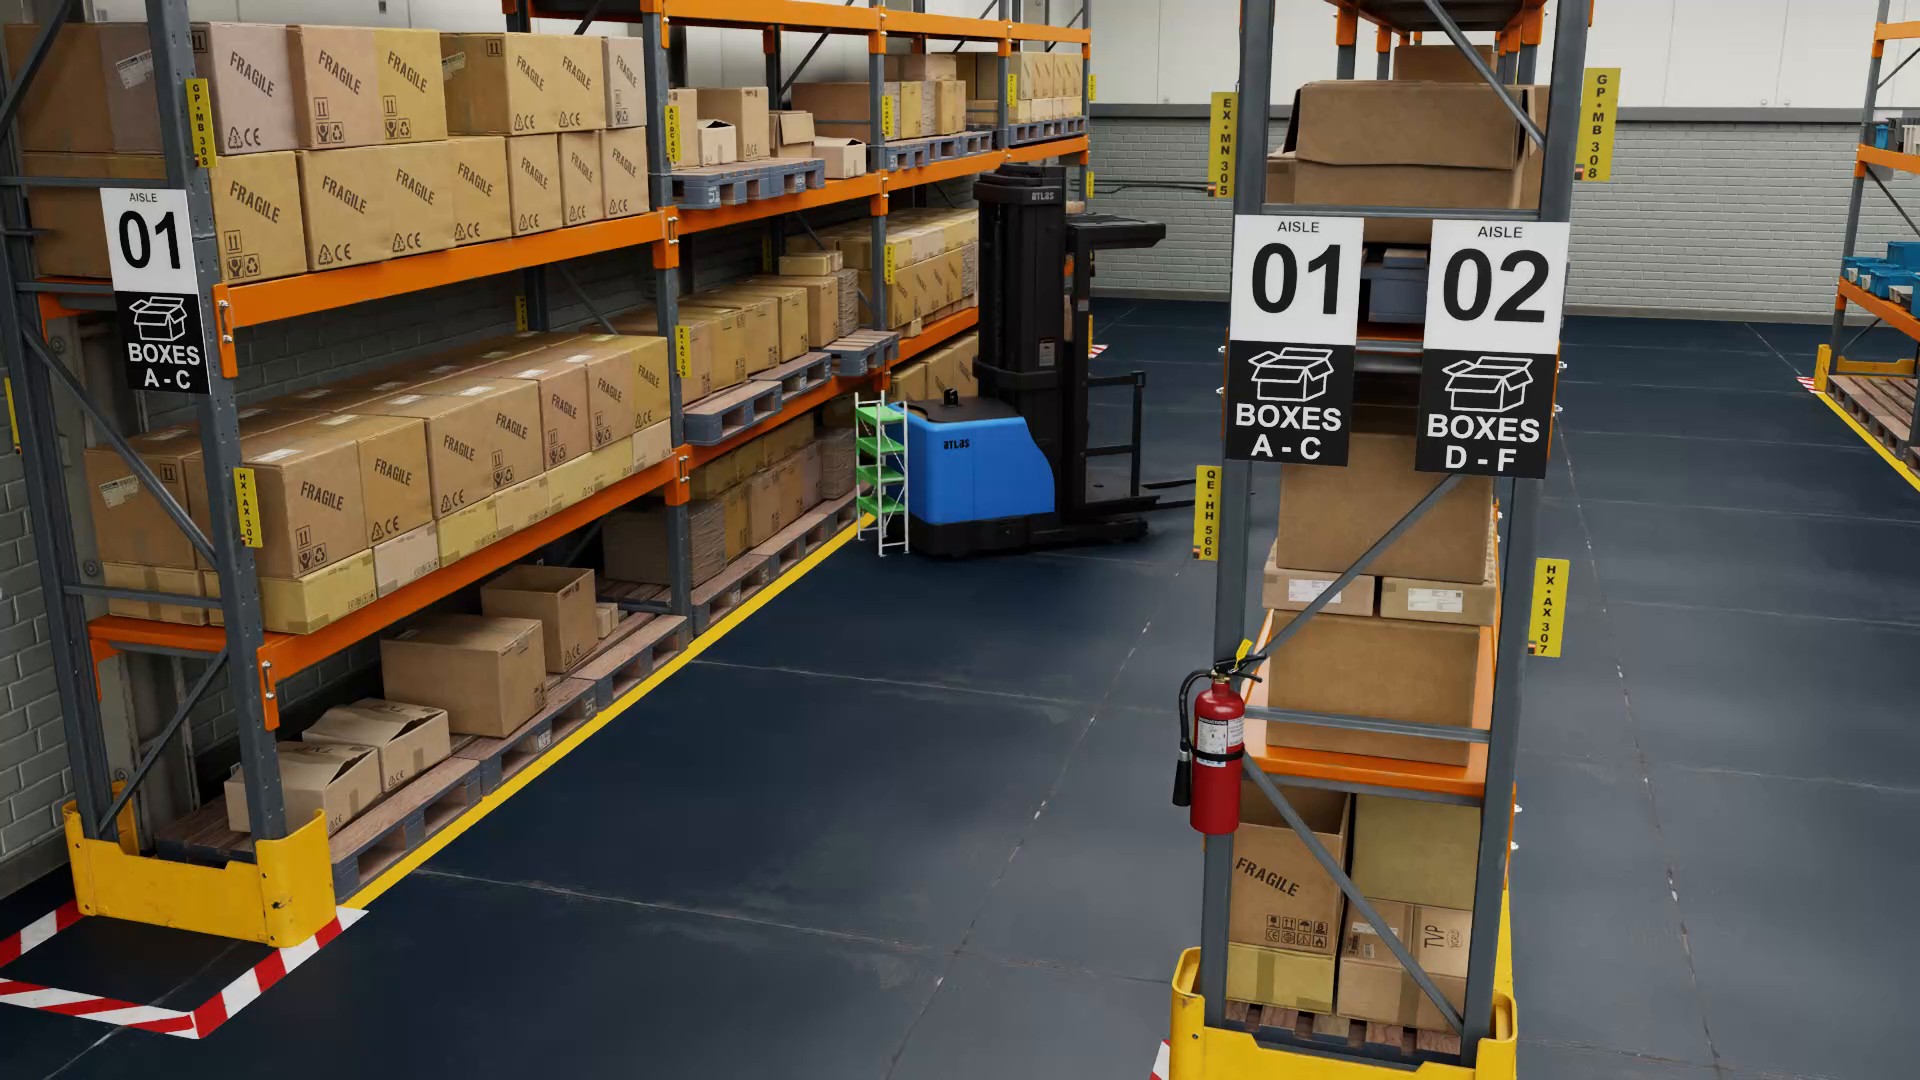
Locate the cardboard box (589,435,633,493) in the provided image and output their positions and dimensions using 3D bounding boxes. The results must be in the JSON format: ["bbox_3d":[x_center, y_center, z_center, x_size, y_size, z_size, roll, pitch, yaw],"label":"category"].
[{"bbox_3d":[-2.251,-0.462,9.701,0.500,0.250,0.500,5,17,16],"label":"cardboard box"}]

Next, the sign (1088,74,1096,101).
[{"bbox_3d":[1.669,-5.727,21.048,0.100,0.325,0.005,5,16,16],"label":"sign"}]

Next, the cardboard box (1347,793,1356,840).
[{"bbox_3d":[1.493,0.962,7.337,0.500,0.500,0.500,5,16,16],"label":"cardboard box"}]

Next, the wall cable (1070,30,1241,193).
[{"bbox_3d":[3.102,-6.786,26.453,3.097,2.526,0.112,5,16,16],"label":"wall cable"}]

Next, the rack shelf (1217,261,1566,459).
[{"bbox_3d":[1.924,-0.993,7.153,1.077,0.370,4.000,5,16,16],"label":"rack shelf"}]

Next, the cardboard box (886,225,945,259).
[{"bbox_3d":[-0.455,-2.781,15.497,0.500,0.250,0.500,5,17,16],"label":"cardboard box"}]

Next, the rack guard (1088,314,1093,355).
[{"bbox_3d":[1.159,-2.745,22.092,1.175,0.500,0.348,5,16,16],"label":"rack guard"}]

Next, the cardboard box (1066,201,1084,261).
[{"bbox_3d":[1.017,-3.952,21.214,0.980,0.700,0.700,5,17,18],"label":"cardboard box"}]

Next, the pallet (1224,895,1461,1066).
[{"bbox_3d":[1.533,1.766,6.717,1.003,0.211,1.213,5,16,16],"label":"pallet"}]

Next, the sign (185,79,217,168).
[{"bbox_3d":[-2.874,-1.577,6.294,0.100,0.325,0.005,5,16,16],"label":"sign"}]

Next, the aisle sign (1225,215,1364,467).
[{"bbox_3d":[1.056,-0.629,5.284,0.394,0.787,0.004,5,16,16],"label":"aisle sign"}]

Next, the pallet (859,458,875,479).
[{"bbox_3d":[-0.825,-0.707,15.437,1.003,0.211,1.213,5,16,16],"label":"pallet"}]

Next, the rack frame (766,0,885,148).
[{"bbox_3d":[-1.121,-4.735,13.531,1.000,3.000,0.127,5,16,16],"label":"rack frame"}]

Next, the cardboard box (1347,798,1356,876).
[{"bbox_3d":[1.496,1.323,7.439,0.500,0.250,0.500,5,16,16],"label":"cardboard box"}]

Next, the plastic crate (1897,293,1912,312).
[{"bbox_3d":[9.575,-2.337,16.466,0.437,0.125,0.590,5,16,16],"label":"plastic crate"}]

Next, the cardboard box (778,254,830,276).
[{"bbox_3d":[-1.268,-2.242,13.560,0.380,0.149,0.250,2,16,7],"label":"cardboard box"}]

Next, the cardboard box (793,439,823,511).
[{"bbox_3d":[-1.534,-0.539,13.509,0.700,0.500,0.500,5,16,16],"label":"cardboard box"}]

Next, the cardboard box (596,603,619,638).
[{"bbox_3d":[-2.381,0.492,10.485,0.380,0.166,0.250,2,16,9],"label":"cardboard box"}]

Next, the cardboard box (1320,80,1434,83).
[{"bbox_3d":[2.097,-2.068,8.417,0.500,0.500,0.500,6,17,20],"label":"cardboard box"}]

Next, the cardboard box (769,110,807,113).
[{"bbox_3d":[-1.546,-3.179,13.323,0.500,0.500,0.500,5,16,16],"label":"cardboard box"}]

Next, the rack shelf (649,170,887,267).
[{"bbox_3d":[-1.689,-2.422,12.194,1.077,0.370,4.000,5,16,16],"label":"rack shelf"}]

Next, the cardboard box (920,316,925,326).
[{"bbox_3d":[-0.550,-2.078,15.581,0.380,0.149,0.250,5,17,17],"label":"cardboard box"}]

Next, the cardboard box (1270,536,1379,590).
[{"bbox_3d":[1.355,0.084,6.164,0.380,0.149,0.250,5,17,17],"label":"cardboard box"}]

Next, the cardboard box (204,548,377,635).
[{"bbox_3d":[-2.951,0.204,7.351,0.500,0.250,0.500,4,16,14],"label":"cardboard box"}]

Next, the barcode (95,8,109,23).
[{"bbox_3d":[-3.672,-2.241,7.121,0.001,0.075,0.075,5,16,16],"label":"barcode"}]

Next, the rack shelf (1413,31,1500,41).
[{"bbox_3d":[5.335,-5.574,17.813,1.077,0.370,4.000,5,16,16],"label":"rack shelf"}]

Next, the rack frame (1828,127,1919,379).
[{"bbox_3d":[10.651,-3.173,19.020,1.000,3.000,0.127,5,16,16],"label":"rack frame"}]

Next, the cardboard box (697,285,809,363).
[{"bbox_3d":[-1.578,-1.657,12.684,0.700,0.500,0.500,5,16,16],"label":"cardboard box"}]

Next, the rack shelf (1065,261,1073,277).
[{"bbox_3d":[0.584,-3.072,19.982,1.077,0.370,4.000,5,16,16],"label":"rack shelf"}]

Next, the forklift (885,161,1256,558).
[{"bbox_3d":[0.955,-1.512,13.288,3.031,2.935,1.130,-7,17,-22],"label":"forklift"}]

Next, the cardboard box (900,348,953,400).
[{"bbox_3d":[-0.531,-1.427,16.034,0.750,0.750,0.750,5,16,16],"label":"cardboard box"}]

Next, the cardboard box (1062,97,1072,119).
[{"bbox_3d":[1.052,-5.214,20.040,0.500,0.250,0.500,4,16,14],"label":"cardboard box"}]

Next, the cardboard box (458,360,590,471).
[{"bbox_3d":[-2.385,-0.691,9.131,0.500,0.500,0.500,4,16,14],"label":"cardboard box"}]

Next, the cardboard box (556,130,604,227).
[{"bbox_3d":[-2.320,-2.020,9.238,0.500,0.500,0.500,3,16,11],"label":"cardboard box"}]

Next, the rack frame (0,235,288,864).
[{"bbox_3d":[-3.395,0.244,6.970,1.000,3.000,0.127,5,16,16],"label":"rack frame"}]

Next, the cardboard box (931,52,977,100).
[{"bbox_3d":[-0.010,-5.078,18.185,0.500,0.500,0.500,4,16,15],"label":"cardboard box"}]

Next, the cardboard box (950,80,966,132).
[{"bbox_3d":[-0.340,-4.376,16.774,0.700,0.500,0.500,4,16,13],"label":"cardboard box"}]

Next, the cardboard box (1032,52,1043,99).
[{"bbox_3d":[0.627,-5.177,18.533,0.500,0.500,0.500,4,16,15],"label":"cardboard box"}]

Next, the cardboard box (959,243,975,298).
[{"bbox_3d":[-0.160,-2.690,16.553,0.500,0.500,0.500,5,16,16],"label":"cardboard box"}]

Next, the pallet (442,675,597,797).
[{"bbox_3d":[-2.760,1.038,9.282,1.003,0.211,1.213,5,16,16],"label":"pallet"}]

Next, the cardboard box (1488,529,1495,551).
[{"bbox_3d":[1.819,0.047,6.294,0.380,0.149,0.250,5,16,16],"label":"cardboard box"}]

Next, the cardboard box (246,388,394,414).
[{"bbox_3d":[-3.169,-0.460,8.318,0.500,0.500,0.500,4,16,14],"label":"cardboard box"}]

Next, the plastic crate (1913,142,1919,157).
[{"bbox_3d":[9.511,-3.805,16.234,0.293,0.136,0.466,5,16,16],"label":"plastic crate"}]

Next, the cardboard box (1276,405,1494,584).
[{"bbox_3d":[1.516,-0.180,5.905,0.700,0.500,0.500,5,16,16],"label":"cardboard box"}]

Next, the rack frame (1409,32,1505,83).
[{"bbox_3d":[4.766,-5.398,15.869,1.000,3.000,0.127,5,16,16],"label":"rack frame"}]

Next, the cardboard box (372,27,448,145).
[{"bbox_3d":[-2.726,-2.082,7.622,0.500,0.500,0.500,5,17,17],"label":"cardboard box"}]

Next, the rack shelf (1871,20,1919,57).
[{"bbox_3d":[10.083,-4.998,16.509,1.077,0.370,4.000,5,16,16],"label":"rack shelf"}]

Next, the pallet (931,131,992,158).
[{"bbox_3d":[-0.198,-4.002,16.797,0.805,0.209,1.217,4,16,14],"label":"pallet"}]

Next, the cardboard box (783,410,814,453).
[{"bbox_3d":[-1.498,-0.882,13.341,0.500,0.250,0.500,5,17,17],"label":"cardboard box"}]

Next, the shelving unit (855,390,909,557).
[{"bbox_3d":[-0.612,-0.525,12.980,0.258,1.200,0.503,-7,17,-22],"label":"shelving unit"}]

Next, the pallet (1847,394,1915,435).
[{"bbox_3d":[10.031,-1.301,17.529,1.003,0.211,1.213,5,16,16],"label":"pallet"}]

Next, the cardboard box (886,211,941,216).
[{"bbox_3d":[-0.507,-3.219,17.042,0.500,0.250,0.500,5,17,17],"label":"cardboard box"}]

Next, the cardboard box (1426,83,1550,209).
[{"bbox_3d":[2.090,-1.546,6.577,0.500,0.500,0.500,5,16,16],"label":"cardboard box"}]

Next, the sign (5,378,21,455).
[{"bbox_3d":[-3.921,-0.513,6.939,0.100,0.325,0.005,5,16,16],"label":"sign"}]

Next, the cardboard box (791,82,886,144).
[{"bbox_3d":[-1.041,-3.680,14.321,0.700,0.500,0.500,3,16,12],"label":"cardboard box"}]

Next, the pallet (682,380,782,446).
[{"bbox_3d":[-1.901,-0.898,11.351,1.003,0.211,1.213,5,16,16],"label":"pallet"}]

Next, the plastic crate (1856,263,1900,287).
[{"bbox_3d":[10.078,-2.910,18.290,0.416,0.233,0.300,5,16,16],"label":"plastic crate"}]

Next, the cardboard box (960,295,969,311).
[{"bbox_3d":[-0.127,-2.409,16.748,0.380,0.149,0.250,5,16,16],"label":"cardboard box"}]

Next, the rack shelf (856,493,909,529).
[{"bbox_3d":[-0.611,-0.233,13.063,0.258,0.148,0.480,-7,17,-22],"label":"rack shelf"}]

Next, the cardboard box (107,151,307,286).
[{"bbox_3d":[-3.060,-1.324,6.785,0.500,0.500,0.500,5,17,17],"label":"cardboard box"}]
